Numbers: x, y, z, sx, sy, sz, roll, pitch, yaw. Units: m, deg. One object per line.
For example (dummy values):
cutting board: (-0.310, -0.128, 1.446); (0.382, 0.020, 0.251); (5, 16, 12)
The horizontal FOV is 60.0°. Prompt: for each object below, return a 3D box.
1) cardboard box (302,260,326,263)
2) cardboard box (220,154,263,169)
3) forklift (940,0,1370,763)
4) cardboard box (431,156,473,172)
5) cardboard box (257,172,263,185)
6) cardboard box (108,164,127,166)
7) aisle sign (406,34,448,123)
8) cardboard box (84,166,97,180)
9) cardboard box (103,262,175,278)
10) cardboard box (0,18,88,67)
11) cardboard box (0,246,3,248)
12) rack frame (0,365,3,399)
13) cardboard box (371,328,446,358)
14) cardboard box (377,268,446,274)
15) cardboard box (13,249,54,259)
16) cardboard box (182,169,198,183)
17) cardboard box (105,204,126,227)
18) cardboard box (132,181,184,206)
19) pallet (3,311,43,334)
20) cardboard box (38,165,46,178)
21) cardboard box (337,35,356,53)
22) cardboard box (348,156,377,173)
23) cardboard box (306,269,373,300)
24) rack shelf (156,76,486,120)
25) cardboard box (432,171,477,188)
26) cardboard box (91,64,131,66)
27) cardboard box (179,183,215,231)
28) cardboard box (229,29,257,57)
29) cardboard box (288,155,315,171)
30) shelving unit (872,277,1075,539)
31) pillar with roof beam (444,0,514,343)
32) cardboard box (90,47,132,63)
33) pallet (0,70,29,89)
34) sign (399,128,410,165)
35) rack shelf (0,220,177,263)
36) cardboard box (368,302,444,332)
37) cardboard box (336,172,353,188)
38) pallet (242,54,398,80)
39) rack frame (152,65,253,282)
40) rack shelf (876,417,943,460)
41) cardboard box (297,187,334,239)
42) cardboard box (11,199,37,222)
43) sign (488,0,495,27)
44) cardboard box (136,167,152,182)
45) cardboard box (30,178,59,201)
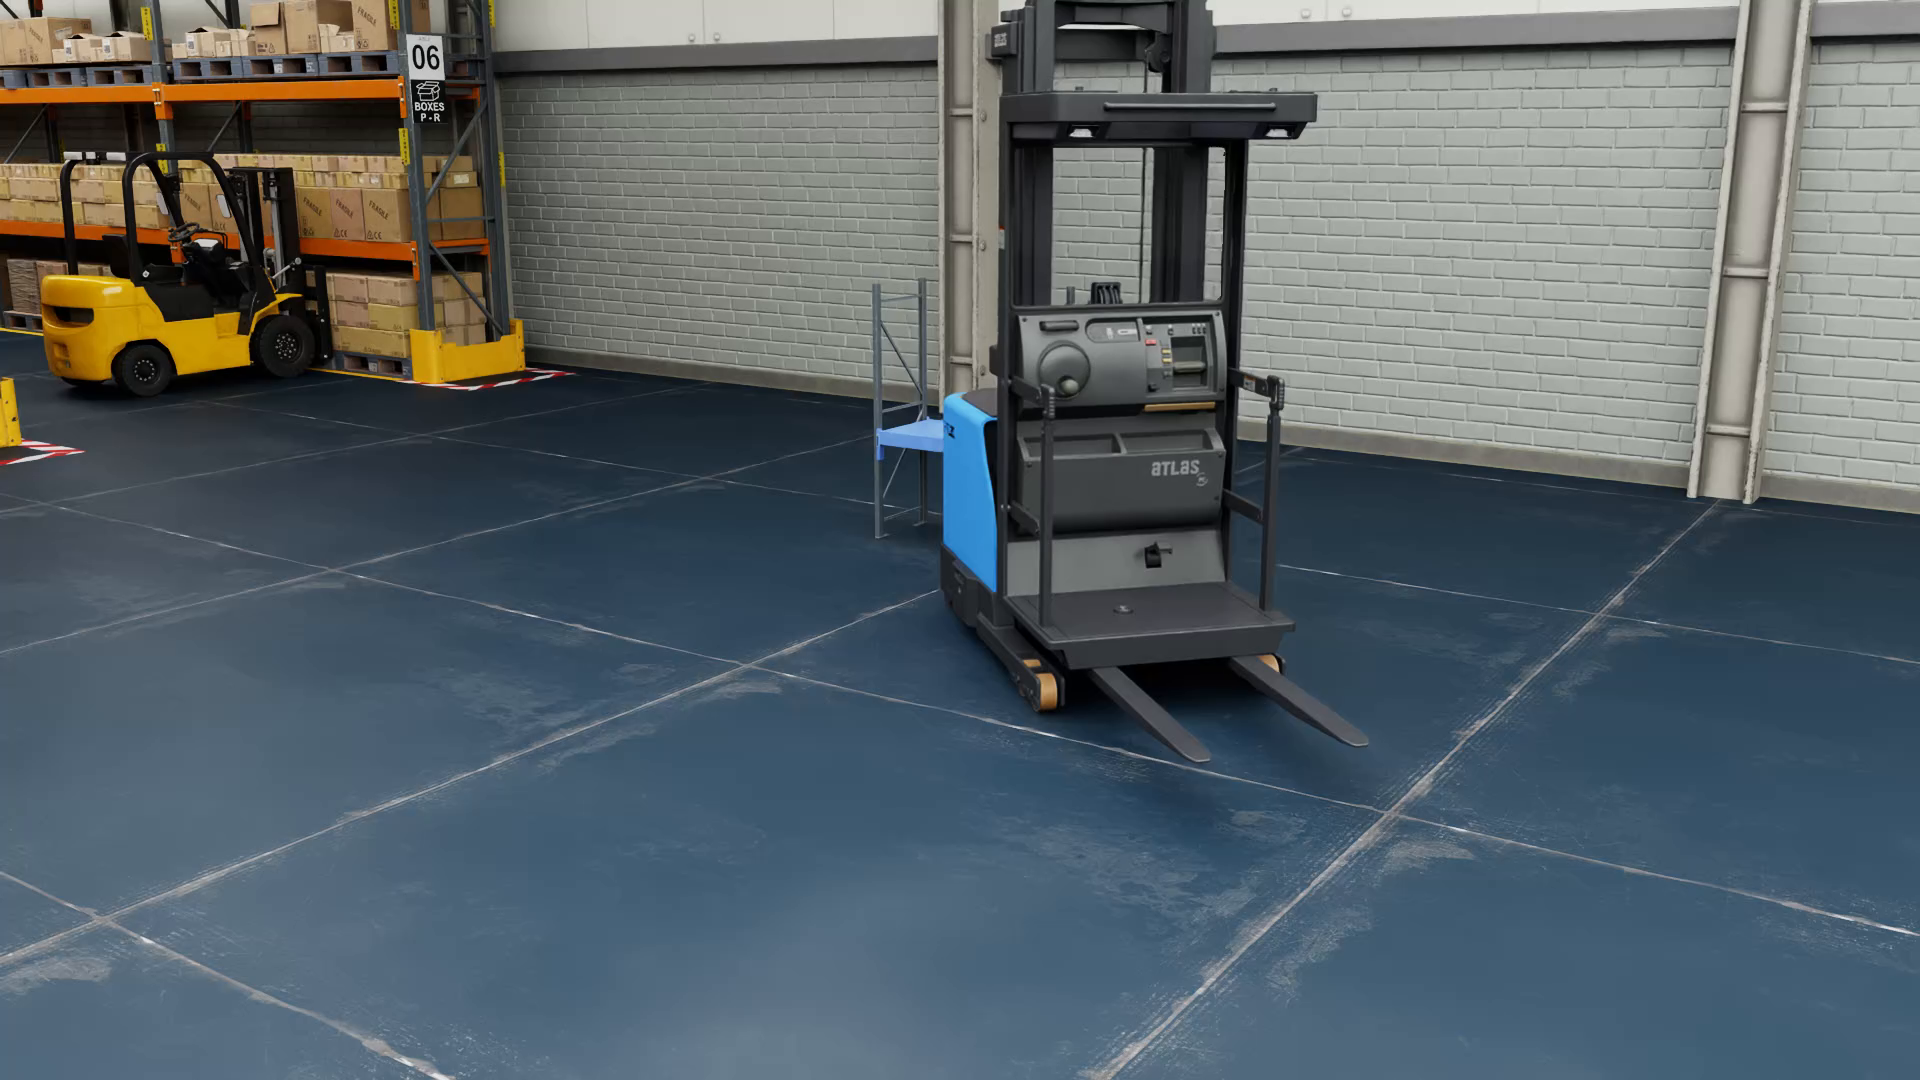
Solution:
cardboard box: (-7.211, -2.880, 17.983); (0.500, 0.250, 0.500); (9, 16, 32)
cardboard box: (-7.417, -3.919, 17.237); (0.250, 0.149, 0.380); (10, 17, 34)
forklift: (0.763, -0.807, 6.985); (1.130, 2.935, 3.031); (-4, 14, -14)
cardboard box: (-4.997, -3.677, 16.257); (0.250, 0.149, 0.380); (9, 16, 32)
cardboard box: (-6.993, -3.709, 17.005); (0.250, 0.149, 0.380); (9, 16, 31)
cardboard box: (-9.808, -4.312, 19.444); (0.250, 0.149, 0.380); (10, 17, 34)
aisle sign: (-4.947, -4.276, 15.444); (0.004, 0.787, 0.394); (9, 17, 33)
cardboard box: (-9.641, -4.148, 18.781); (0.250, 0.149, 0.380); (9, 17, 33)
cardboard box: (-9.235, -2.842, 19.131); (0.625, 0.625, 0.875); (9, 17, 32)
cardboard box: (-10.536, -5.718, 19.147); (0.500, 0.500, 0.700); (9, 16, 32)
cardboard box: (-12.608, -3.730, 21.629); (0.250, 0.149, 0.380); (9, 16, 32)
rack frame: (-7.605, -2.091, 12.029); (0.127, 3.000, 1.000); (9, 17, 33)
cardboard box: (-5.404, -1.951, 16.309); (0.500, 0.250, 0.500); (9, 17, 33)
cardboard box: (-5.547, -2.604, 16.869); (0.500, 0.250, 0.500); (9, 17, 33)
cardboard box: (-11.734, -3.592, 21.069); (0.250, 0.149, 0.380); (10, 17, 36)
cardboard box: (-8.039, -3.886, 17.722); (0.250, 0.149, 0.380); (9, 16, 32)
cardboard box: (-9.141, -3.627, 18.544); (0.500, 0.250, 0.500); (9, 17, 32)
cardboard box: (-8.707, -3.803, 18.214); (0.500, 0.250, 0.500); (9, 16, 32)
pallet: (-10.814, -2.683, 20.221); (1.213, 0.211, 1.003); (9, 17, 33)
cardboard box: (-10.477, -4.291, 19.357); (0.250, 0.149, 0.380); (9, 17, 33)
cardboard box: (-5.694, -4.719, 15.841); (0.250, 0.149, 0.380); (9, 16, 31)
cardboard box: (-5.707, -3.652, 16.156); (0.250, 0.149, 0.380); (10, 17, 34)
cardboard box: (-6.245, -2.569, 16.724); (0.500, 0.250, 0.500); (9, 17, 34)
rack shelf: (-6.497, -4.457, 16.839); (4.000, 0.370, 1.077); (9, 17, 33)
cardboard box: (-4.974, -3.542, 16.332); (0.250, 0.149, 0.380); (9, 16, 31)
cardboard box: (-9.666, -5.479, 18.876); (0.250, 0.166, 0.380); (9, 17, 33)
cardboard box: (-7.934, -3.555, 17.733); (0.500, 0.500, 0.500); (9, 16, 31)
cardboard box: (-7.094, -5.002, 16.741); (0.258, 0.266, 0.396); (9, 16, 31)
cardboard box: (-6.528, -3.800, 16.754); (0.250, 0.149, 0.380); (9, 17, 34)
shelving unit: (0.071, -0.717, 9.597); (1.048, 1.500, 0.538); (9, 17, 33)
pillar with roof beam: (-7.315, -5.408, 12.944); (0.400, 9.000, 9.100); (9, 17, 33)
cardboard box: (-9.239, -5.291, 18.154); (0.250, 0.149, 0.380); (9, 17, 33)
pallet: (-10.863, -5.446, 19.730); (1.003, 0.211, 1.213); (10, 17, 35)
sign: (-5.152, -3.652, 15.432); (0.005, 0.325, 0.100); (9, 17, 33)
rack shelf: (-9.816, -3.537, 19.366); (4.000, 0.370, 1.077); (9, 17, 33)
cardboard box: (-5.416, -2.196, 16.261); (0.500, 0.250, 0.500); (9, 16, 32)
cardboard box: (-5.891, -3.546, 16.349); (0.250, 0.149, 0.380); (9, 17, 32)
pallet: (-6.426, -4.758, 16.743); (1.213, 0.211, 1.003); (9, 17, 33)
rack frame: (-8.157, -3.618, 18.196); (0.127, 3.000, 1.000); (9, 17, 33)
rack shelf: (0.071, -0.542, 9.640); (1.000, 0.185, 0.538); (9, 17, 33)
cardboard box: (-6.243, -3.284, 16.638); (0.500, 0.500, 0.500); (9, 16, 32)
cardboard box: (-10.829, -3.905, 19.667); (0.500, 0.250, 0.500); (9, 16, 32)
sign: (-4.523, -5.110, 15.998); (0.005, 0.325, 0.100); (9, 17, 33)
cardboard box: (-8.788, -4.014, 18.237); (0.250, 0.149, 0.380); (9, 16, 32)
cardboard box: (-10.405, -4.075, 19.313); (0.500, 0.250, 0.500); (9, 16, 31)
